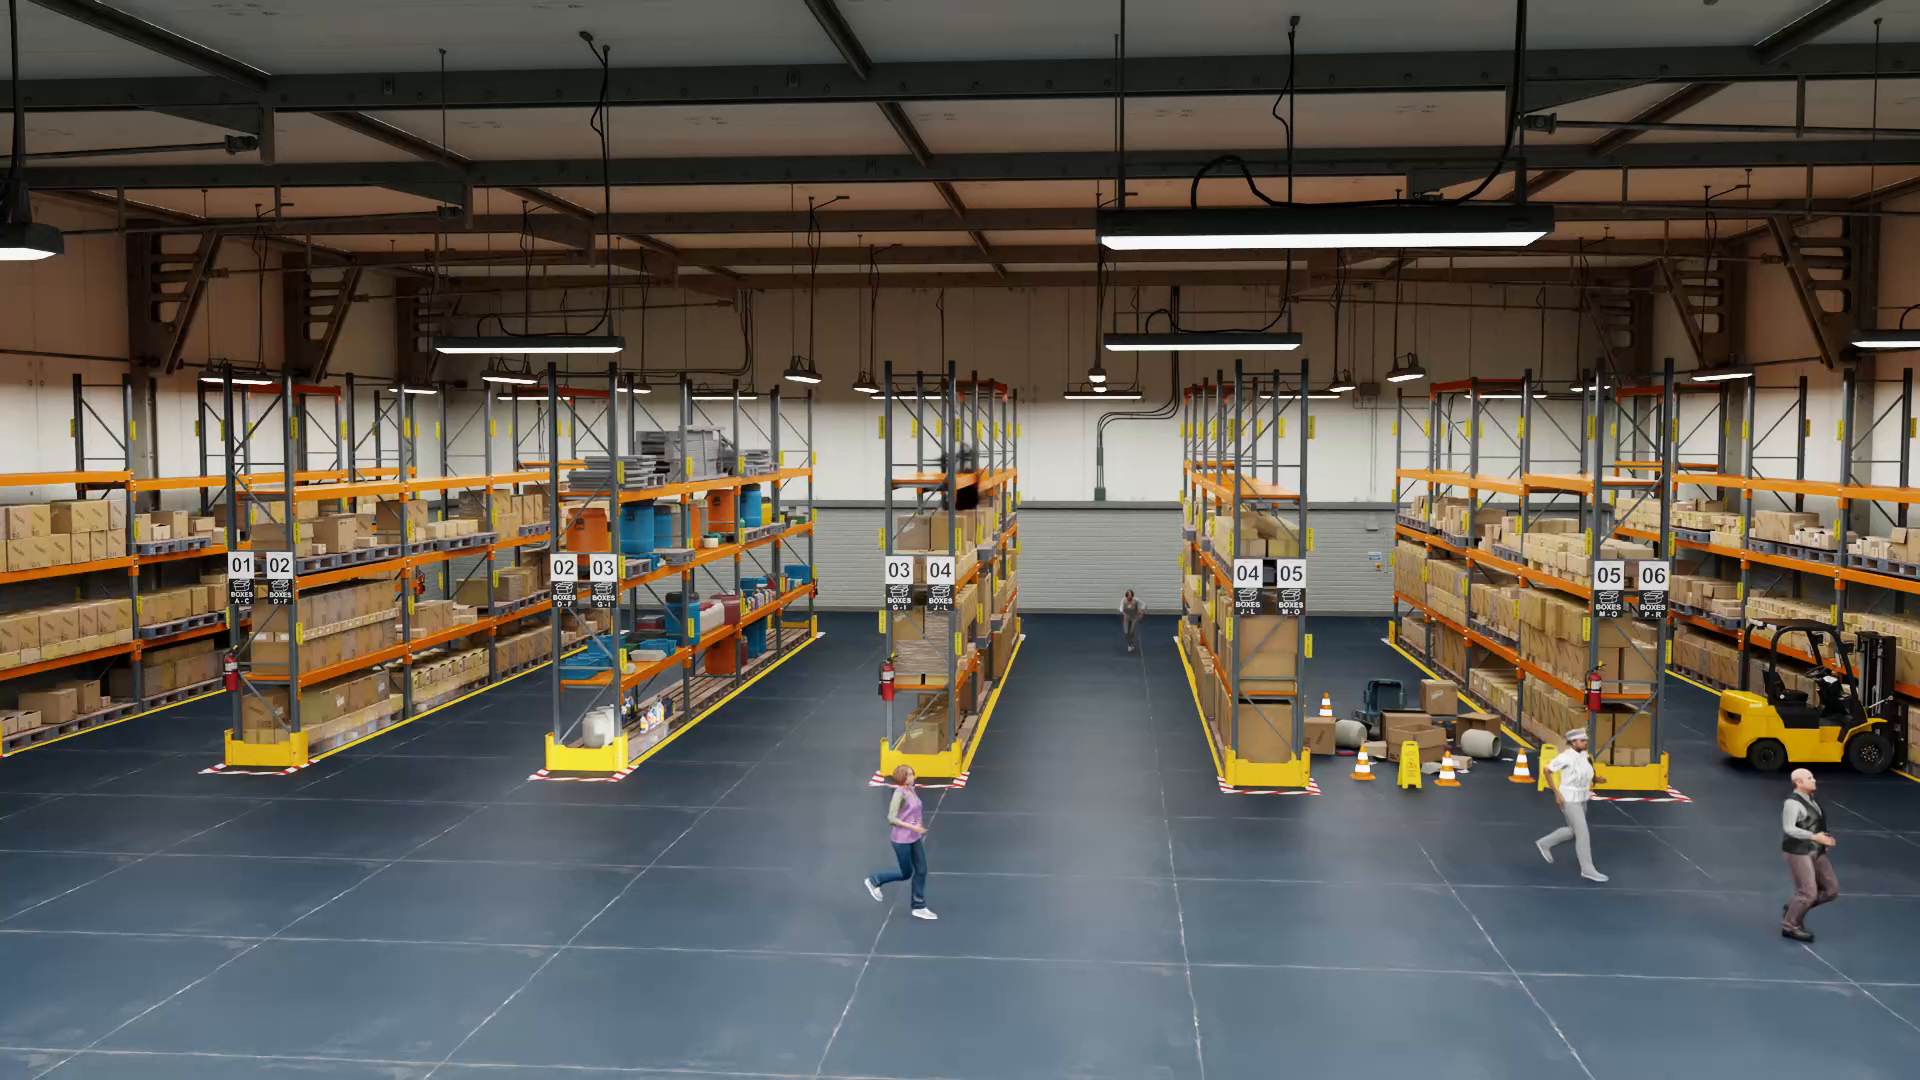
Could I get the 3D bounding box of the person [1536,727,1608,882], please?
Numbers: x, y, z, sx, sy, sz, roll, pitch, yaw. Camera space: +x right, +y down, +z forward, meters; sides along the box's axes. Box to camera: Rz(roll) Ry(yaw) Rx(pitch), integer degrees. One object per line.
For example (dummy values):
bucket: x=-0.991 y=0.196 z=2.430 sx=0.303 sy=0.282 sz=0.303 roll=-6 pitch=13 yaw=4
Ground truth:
person: x=6.857 y=2.916 z=18.632 sx=0.576 sy=1.672 sz=0.892 roll=-3 pitch=5 yaw=-39

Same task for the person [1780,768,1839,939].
person: x=8.344 y=3.082 z=16.293 sx=0.650 sy=1.676 sz=0.578 roll=-3 pitch=5 yaw=-38

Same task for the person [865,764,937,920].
person: x=-0.592 y=3.090 z=17.120 sx=0.790 sy=1.586 sz=0.538 roll=2 pitch=4 yaw=23

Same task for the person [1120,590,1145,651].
person: x=3.908 y=1.843 z=37.696 sx=0.556 sy=1.397 sz=0.777 roll=1 pitch=4 yaw=11
